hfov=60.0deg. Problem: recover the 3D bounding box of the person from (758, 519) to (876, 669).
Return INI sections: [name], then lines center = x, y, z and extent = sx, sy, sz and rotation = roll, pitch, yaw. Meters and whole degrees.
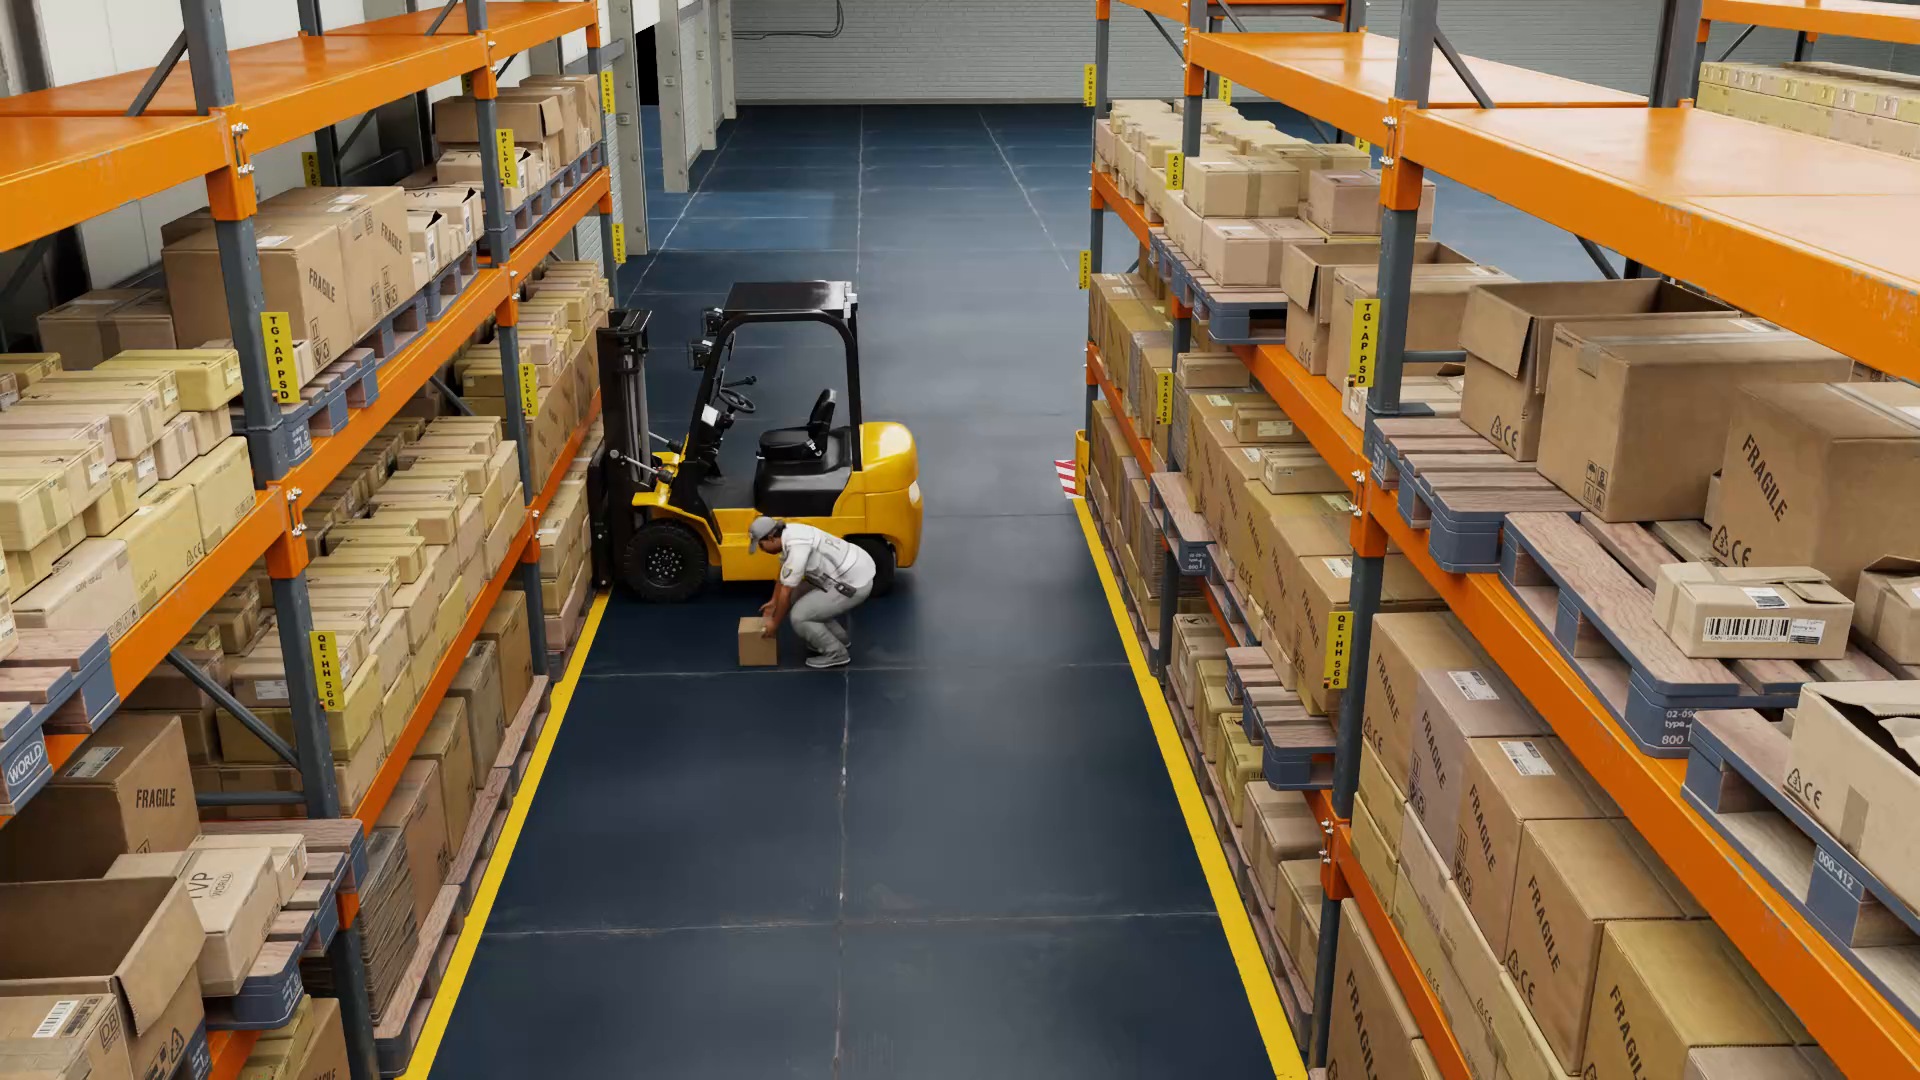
[person]
center = -0.966, 0.323, 11.122
extent = 0.810, 1.034, 0.532
rotation = -1, 21, -3
